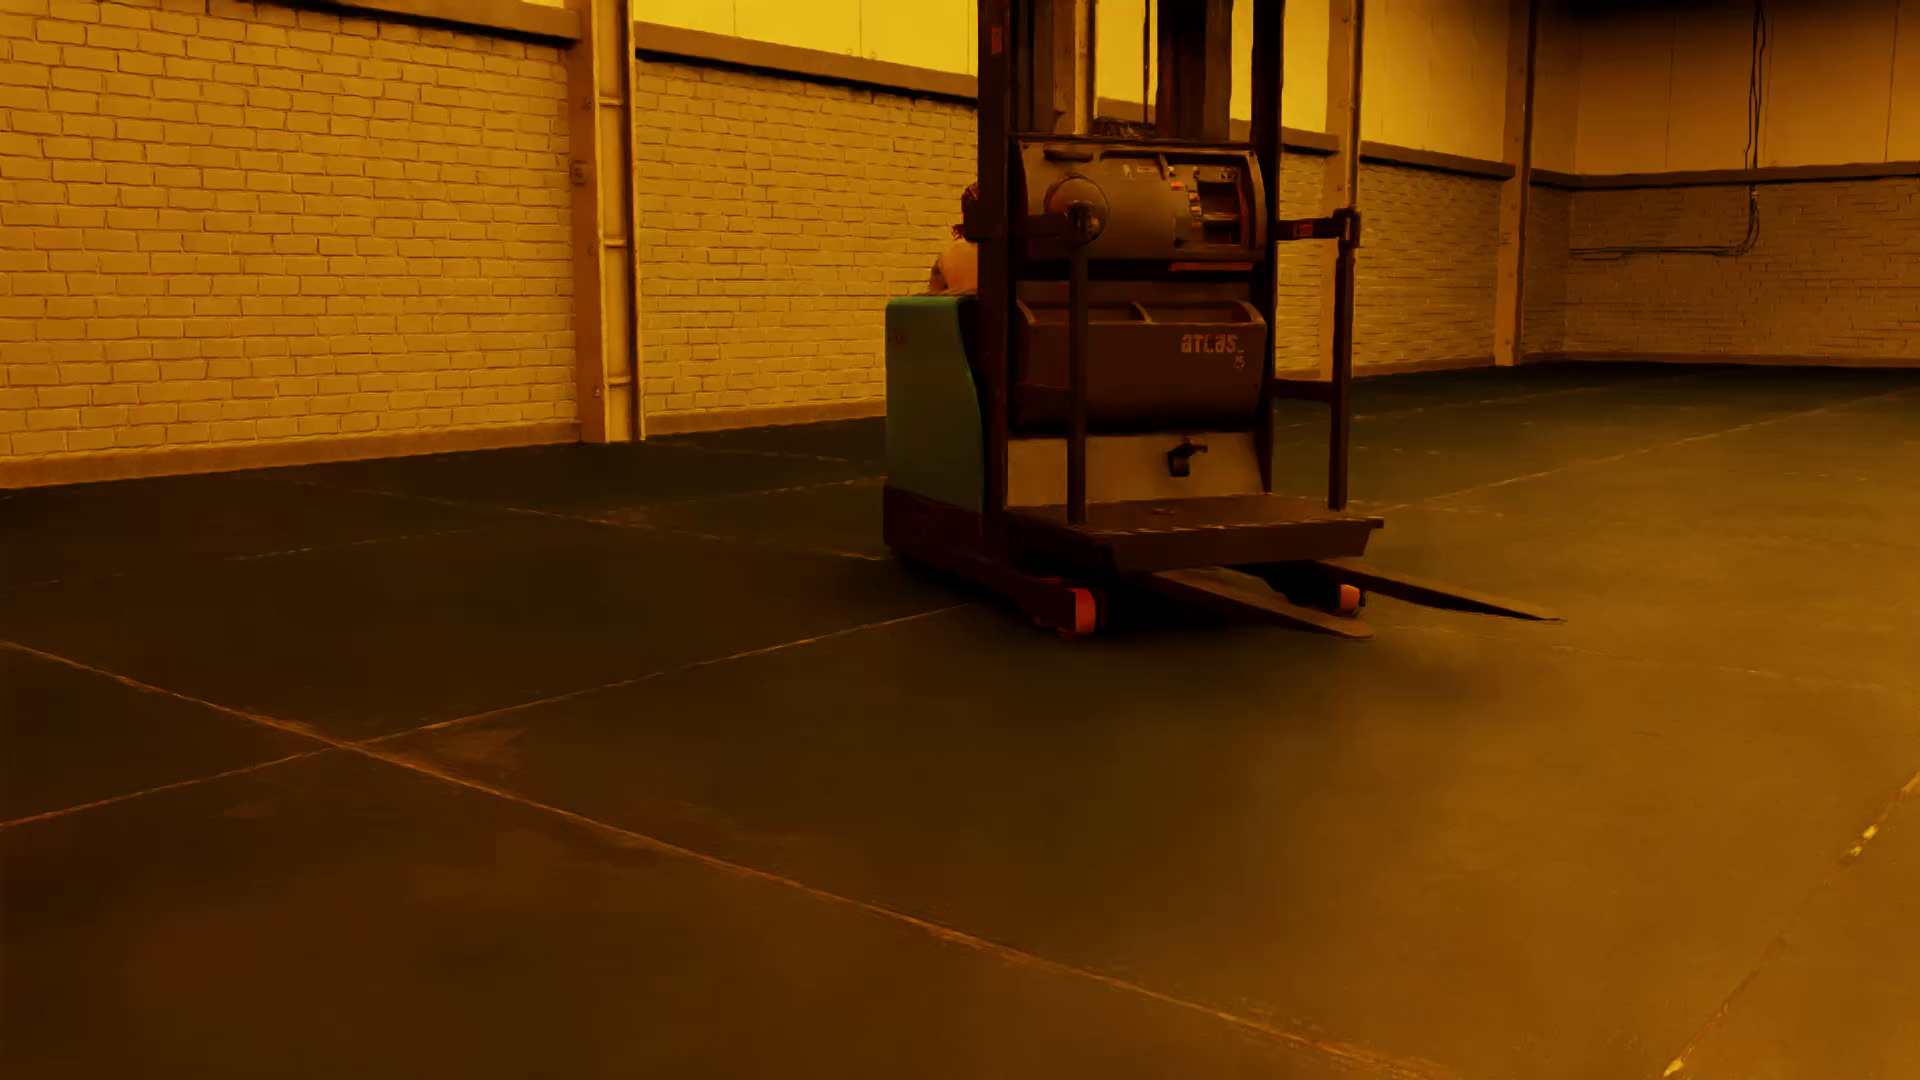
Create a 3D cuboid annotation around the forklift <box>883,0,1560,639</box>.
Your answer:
[{"bbox_3d":[0.719,-1.207,5.529,1.130,2.935,3.031,-3,9,-22],"label":"forklift"}]

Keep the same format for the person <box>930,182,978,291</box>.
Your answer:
[{"bbox_3d":[0.196,-0.822,7.631,0.738,1.604,0.552,5,9,29],"label":"person"}]
